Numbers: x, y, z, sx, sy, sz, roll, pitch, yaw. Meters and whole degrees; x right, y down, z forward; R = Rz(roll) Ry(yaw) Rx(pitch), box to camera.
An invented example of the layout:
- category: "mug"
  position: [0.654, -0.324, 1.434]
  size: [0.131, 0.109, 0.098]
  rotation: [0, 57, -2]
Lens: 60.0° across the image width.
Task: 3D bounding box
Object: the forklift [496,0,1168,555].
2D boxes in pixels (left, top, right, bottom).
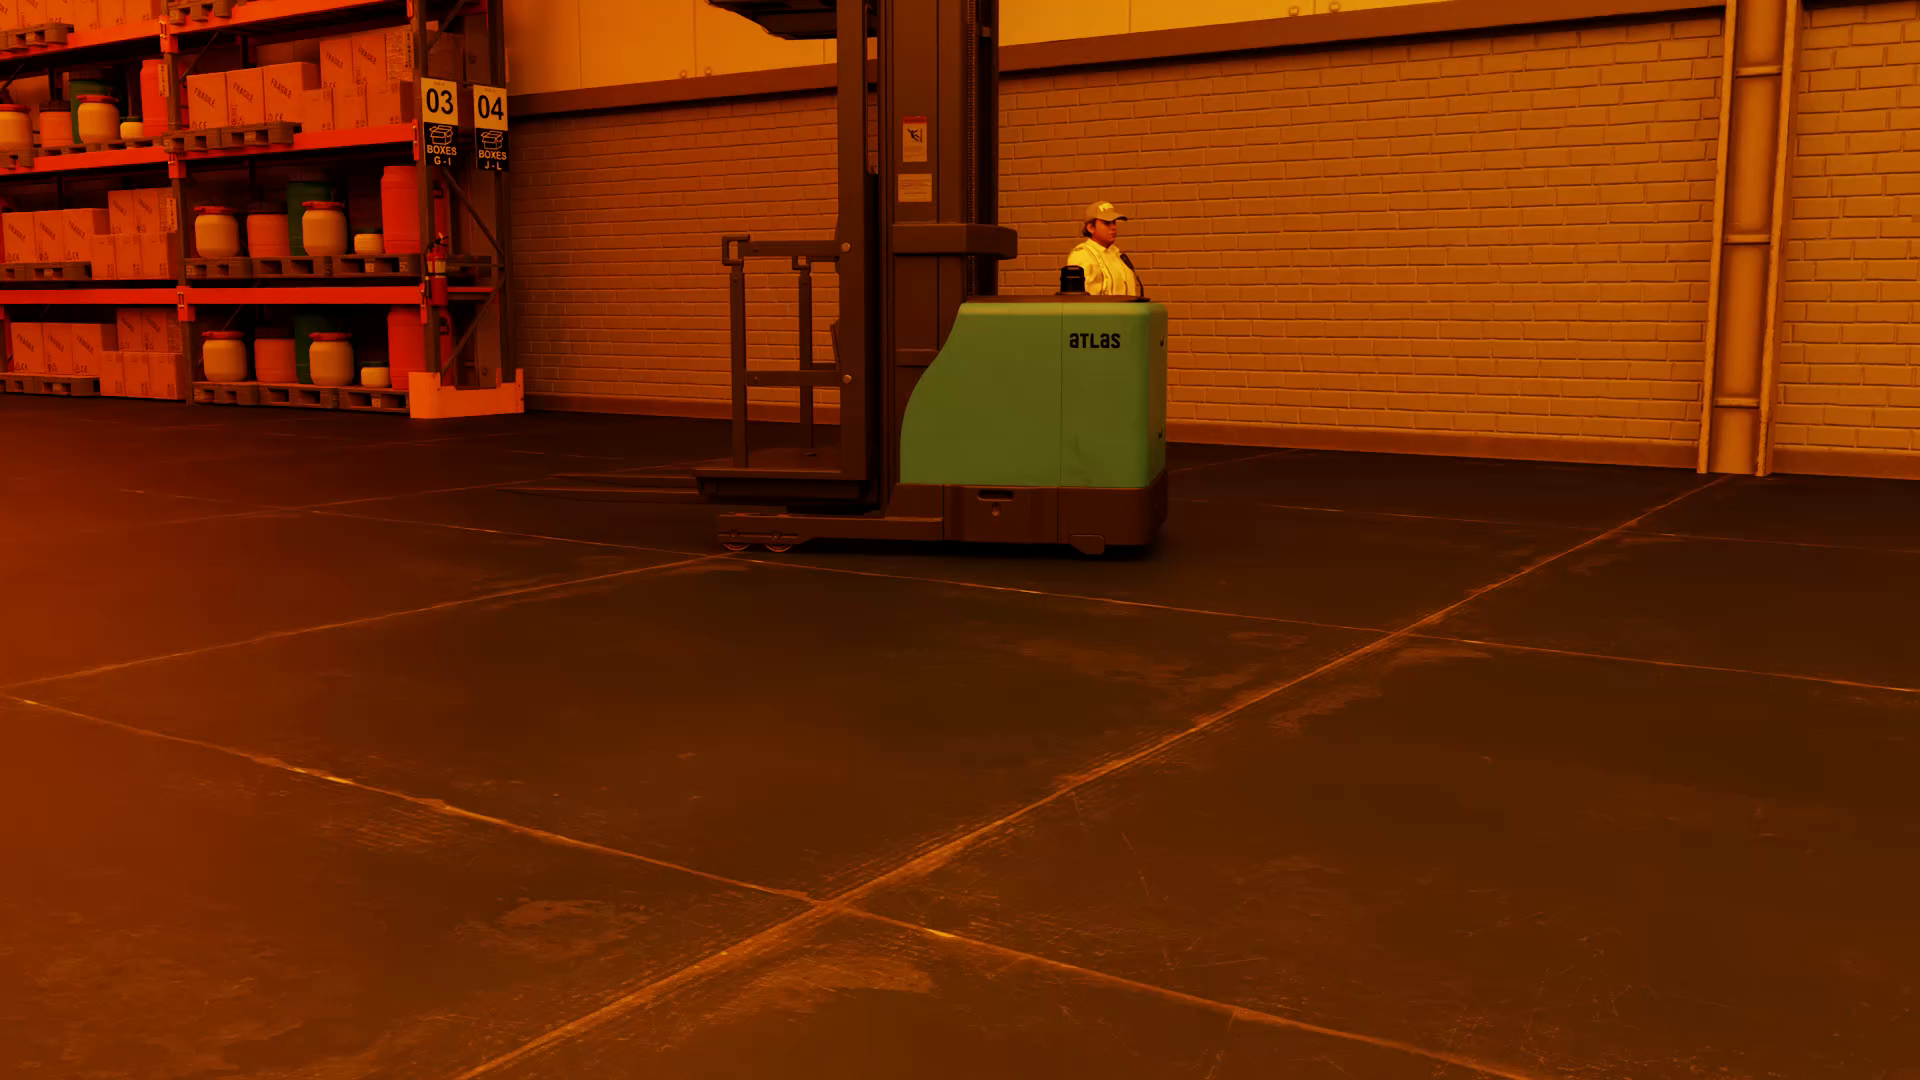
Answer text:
- category: "forklift"
  position: [-0.596, -1.469, 7.520]
  size: [3.031, 2.935, 1.130]
  rotation: [2, 8, 12]

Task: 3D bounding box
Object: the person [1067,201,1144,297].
- category: "person"
  position: [0.829, -1.155, 9.832]
  size: [0.393, 1.668, 0.482]
  rotation: [6, 10, 37]
